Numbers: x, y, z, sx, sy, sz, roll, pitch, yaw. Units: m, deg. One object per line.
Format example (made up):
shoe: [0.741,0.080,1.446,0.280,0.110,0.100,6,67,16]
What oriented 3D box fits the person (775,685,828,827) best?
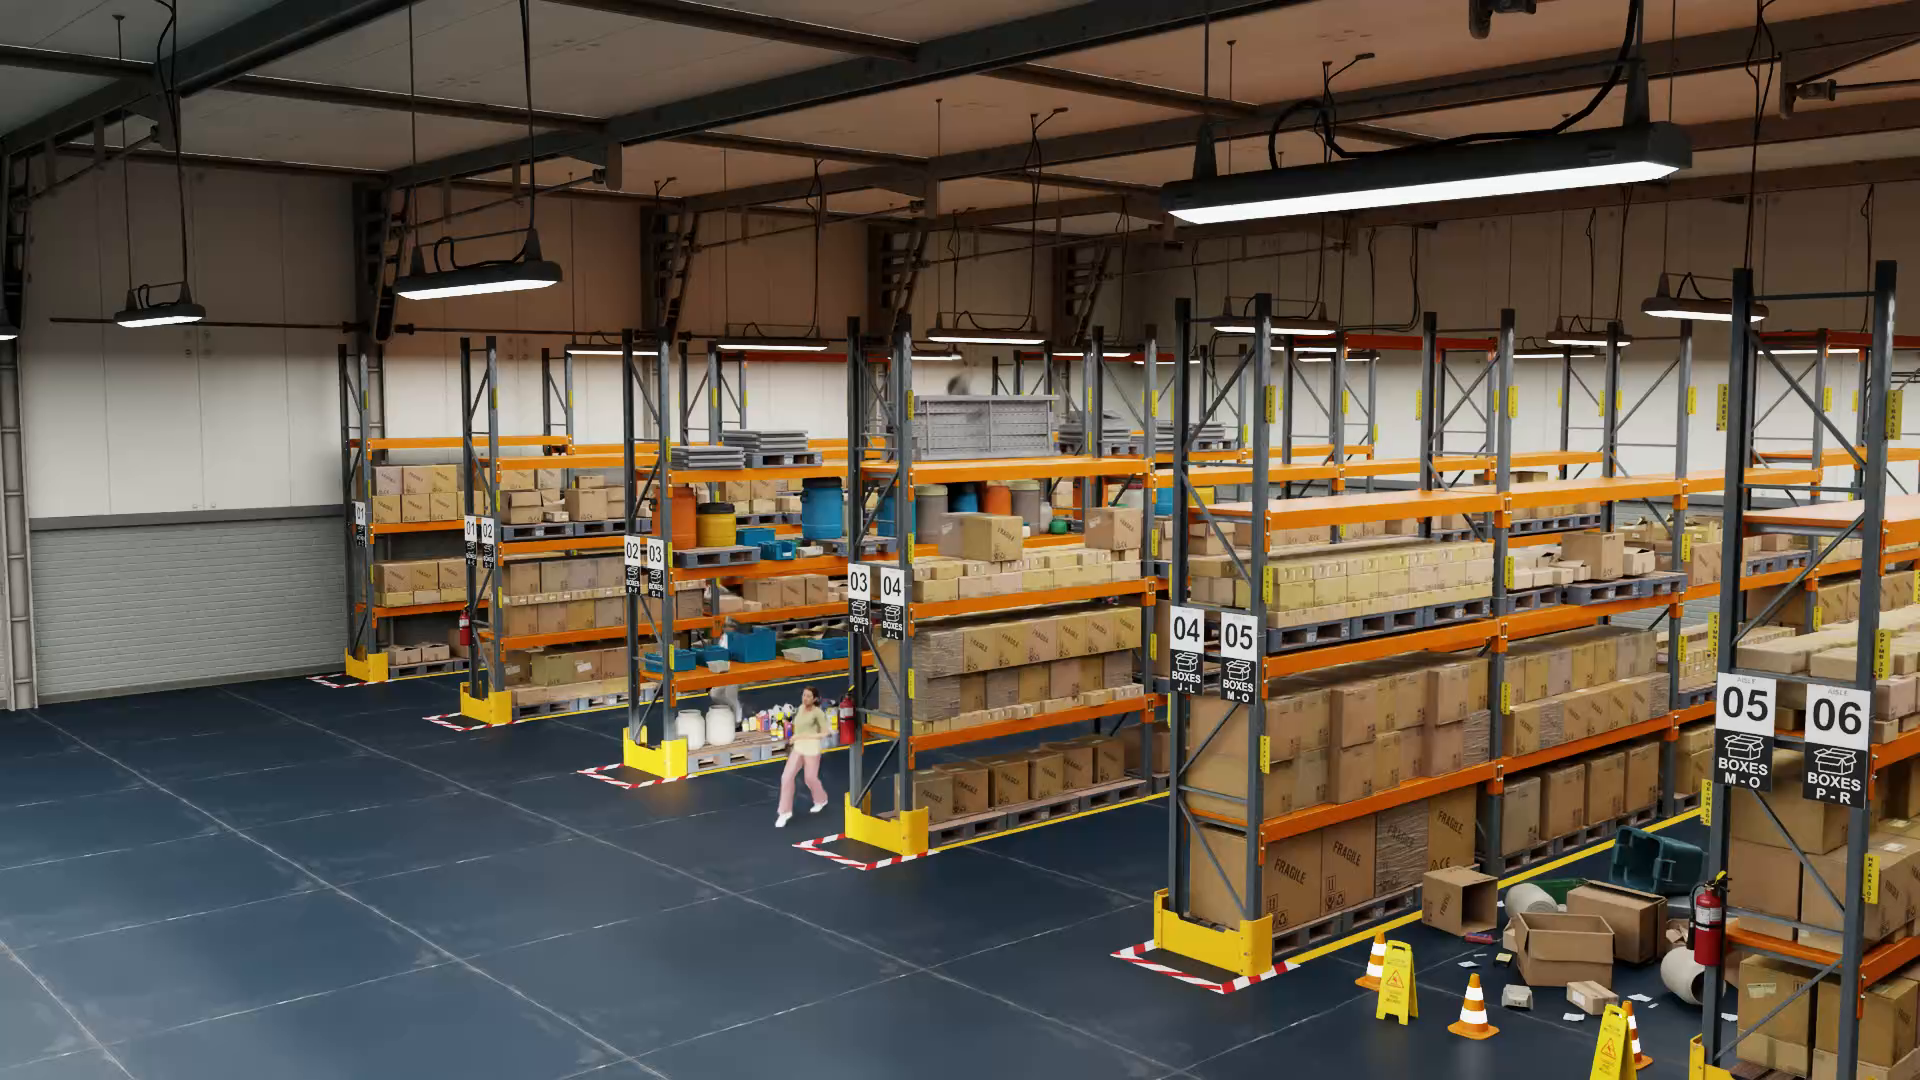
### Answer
person: [-1.790,2.568,19.939,0.581,1.699,0.860,3,6,32]

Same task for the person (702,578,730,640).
person: [-4.652,1.466,31.535,0.656,1.783,0.899,4,6,37]

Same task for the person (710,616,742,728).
person: [-3.552,2.021,25.435,0.665,1.742,0.593,5,7,45]
